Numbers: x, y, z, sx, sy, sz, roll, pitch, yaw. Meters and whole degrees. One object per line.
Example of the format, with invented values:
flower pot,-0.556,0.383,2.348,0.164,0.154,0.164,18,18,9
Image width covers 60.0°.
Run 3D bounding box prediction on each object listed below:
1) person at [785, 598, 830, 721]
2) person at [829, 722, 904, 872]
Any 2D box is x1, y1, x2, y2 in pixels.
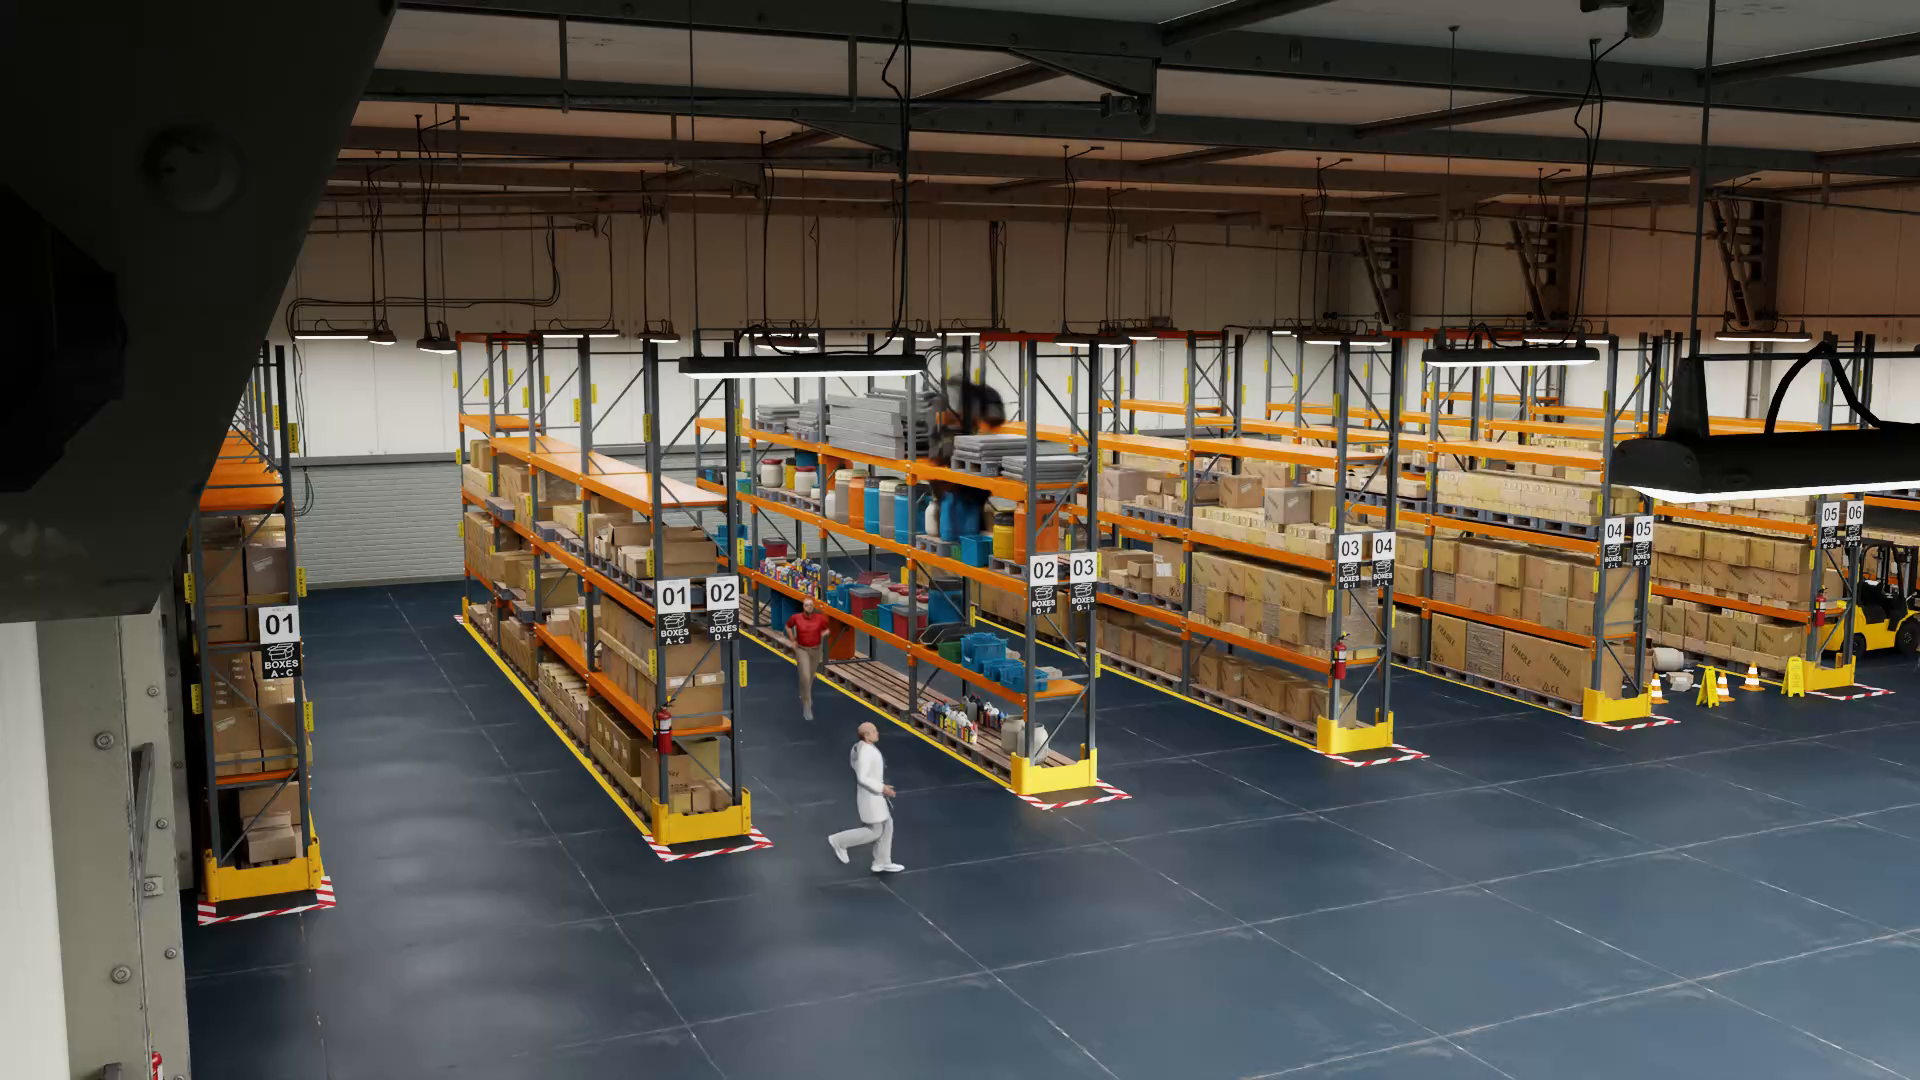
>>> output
person,-2.294,1.794,25.484,0.626,1.849,0.755,-4,9,-26
person,-1.069,2.928,18.935,0.857,1.743,0.715,0,8,-2
